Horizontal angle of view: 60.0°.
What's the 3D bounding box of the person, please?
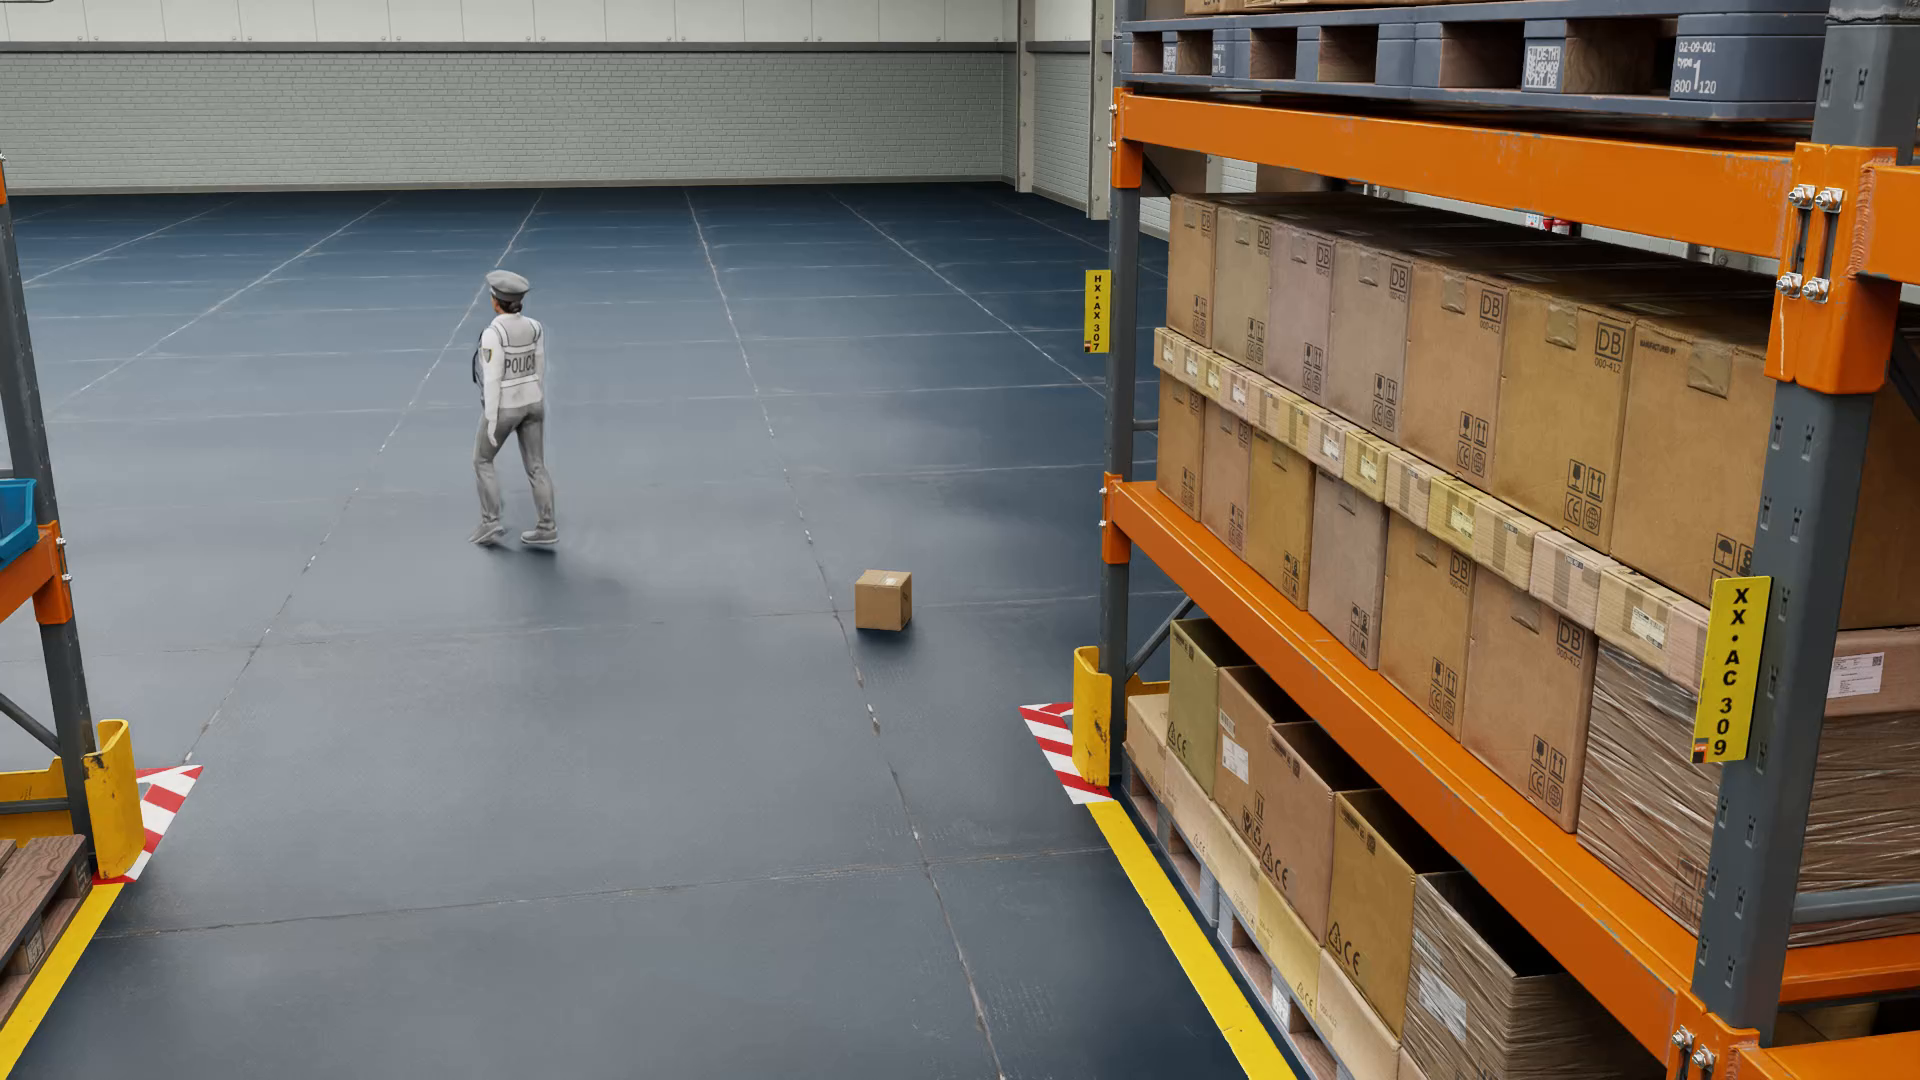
[{"bbox_3d":[-2.751,-0.772,10.141,0.643,1.744,0.532,13,21,37],"label":"person"}]
